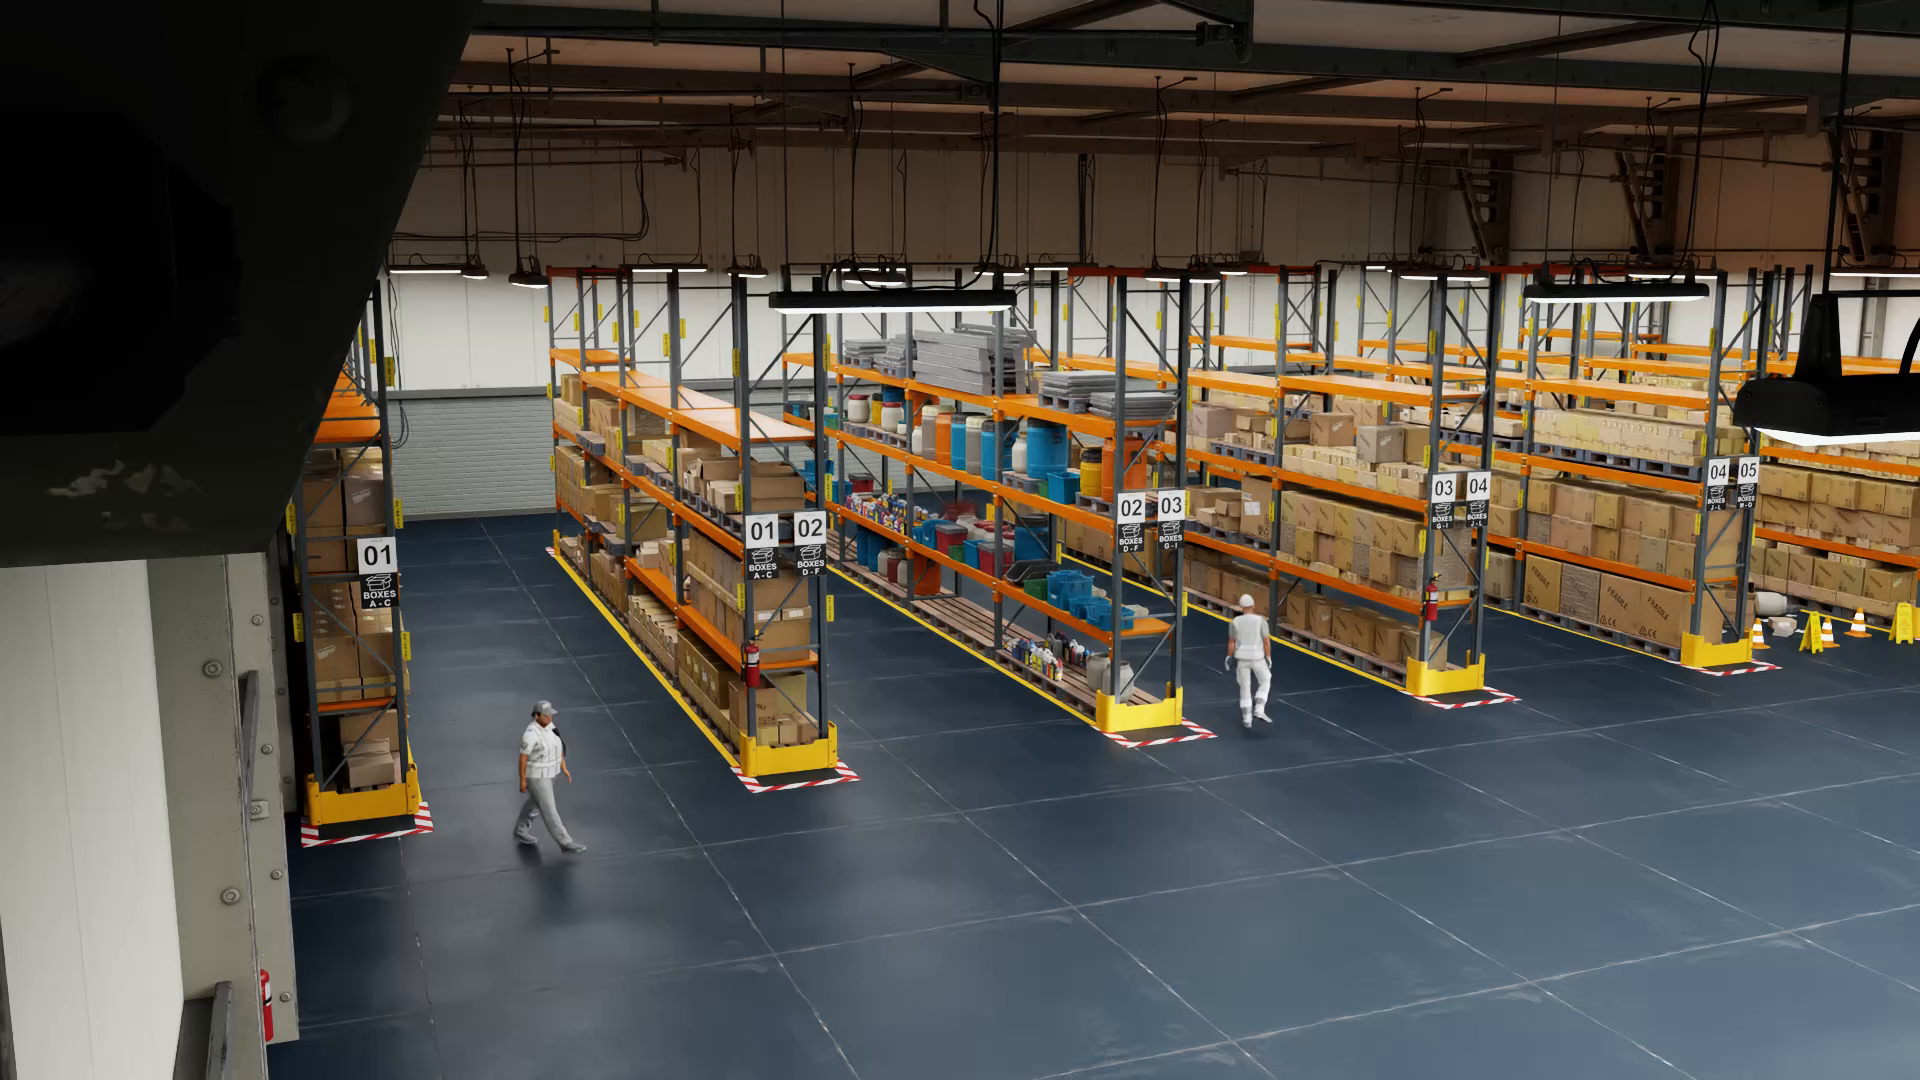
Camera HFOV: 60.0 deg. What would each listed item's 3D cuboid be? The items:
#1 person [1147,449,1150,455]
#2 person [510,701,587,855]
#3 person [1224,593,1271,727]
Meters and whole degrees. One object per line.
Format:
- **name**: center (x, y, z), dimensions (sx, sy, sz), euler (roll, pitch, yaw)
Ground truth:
- **person**: center (4.447, -1.375, 39.792), dimensions (0.510, 1.611, 1.098), euler (-2, 10, -10)
- **person**: center (-4.366, 2.494, 17.610), dimensions (1.003, 1.599, 0.545), euler (2, 10, 10)
- **person**: center (3.874, 1.595, 22.320), dimensions (0.659, 1.768, 0.455), euler (3, 10, 16)
